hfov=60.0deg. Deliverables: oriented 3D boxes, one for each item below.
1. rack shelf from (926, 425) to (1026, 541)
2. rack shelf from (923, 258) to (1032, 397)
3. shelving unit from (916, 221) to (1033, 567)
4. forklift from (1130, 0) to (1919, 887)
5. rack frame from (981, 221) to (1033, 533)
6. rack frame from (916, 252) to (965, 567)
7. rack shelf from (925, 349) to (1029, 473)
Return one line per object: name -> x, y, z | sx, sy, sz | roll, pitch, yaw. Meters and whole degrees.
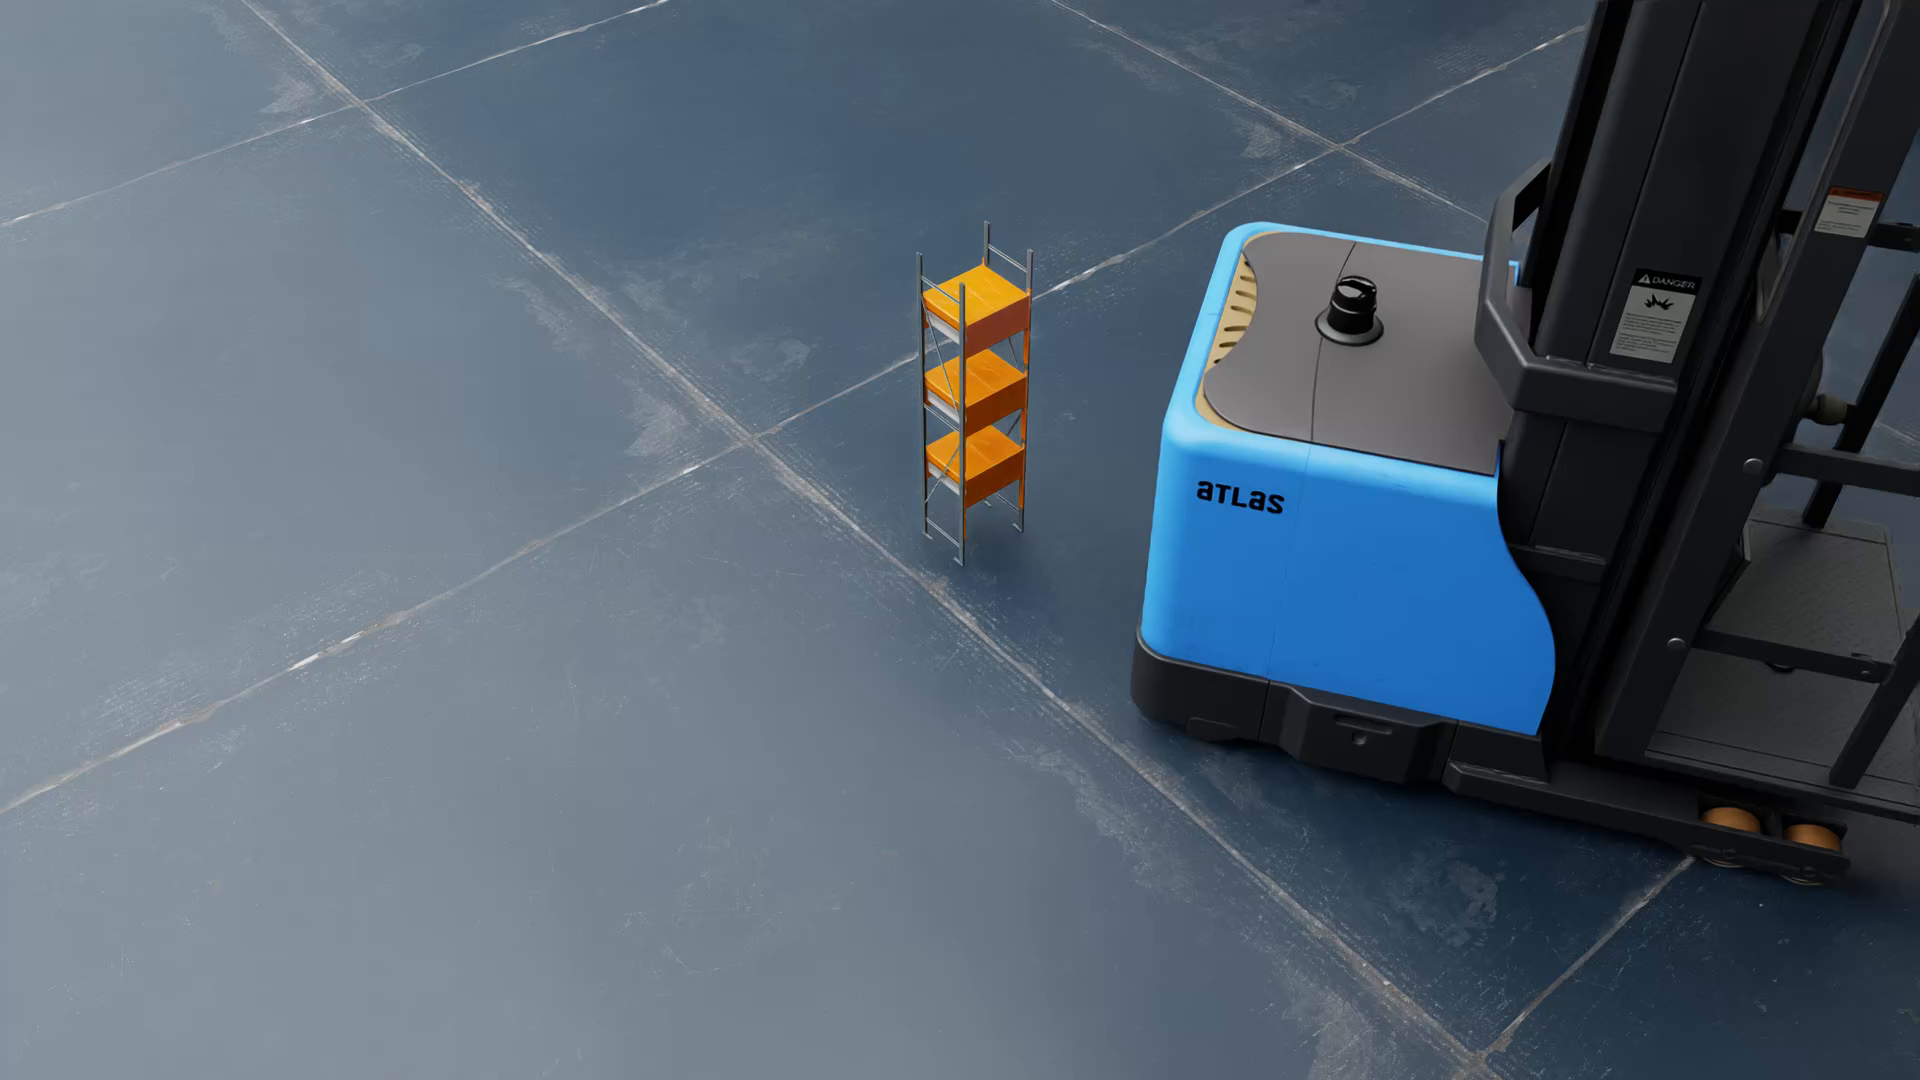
rack shelf -> 0.041, -0.196, 5.113 | 0.240, 0.259, 0.215 | -30, 51, -28
rack shelf -> 0.041, -0.605, 4.729 | 0.240, 0.259, 0.215 | -30, 51, -28
shelving unit -> 0.041, -0.406, 4.916 | 0.252, 1.050, 0.215 | -30, 51, -28
forklift -> 2.055, -0.585, 3.732 | 3.031, 2.935, 1.130 | 12, 44, 12
rack frame -> 0.135, -0.460, 4.973 | 0.008, 1.050, 0.200 | -30, 51, -28
rack frame -> -0.053, -0.353, 4.859 | 0.008, 1.050, 0.200 | -30, 51, -28
rack shelf -> 0.041, -0.398, 4.923 | 0.240, 0.259, 0.215 | -30, 51, -28
